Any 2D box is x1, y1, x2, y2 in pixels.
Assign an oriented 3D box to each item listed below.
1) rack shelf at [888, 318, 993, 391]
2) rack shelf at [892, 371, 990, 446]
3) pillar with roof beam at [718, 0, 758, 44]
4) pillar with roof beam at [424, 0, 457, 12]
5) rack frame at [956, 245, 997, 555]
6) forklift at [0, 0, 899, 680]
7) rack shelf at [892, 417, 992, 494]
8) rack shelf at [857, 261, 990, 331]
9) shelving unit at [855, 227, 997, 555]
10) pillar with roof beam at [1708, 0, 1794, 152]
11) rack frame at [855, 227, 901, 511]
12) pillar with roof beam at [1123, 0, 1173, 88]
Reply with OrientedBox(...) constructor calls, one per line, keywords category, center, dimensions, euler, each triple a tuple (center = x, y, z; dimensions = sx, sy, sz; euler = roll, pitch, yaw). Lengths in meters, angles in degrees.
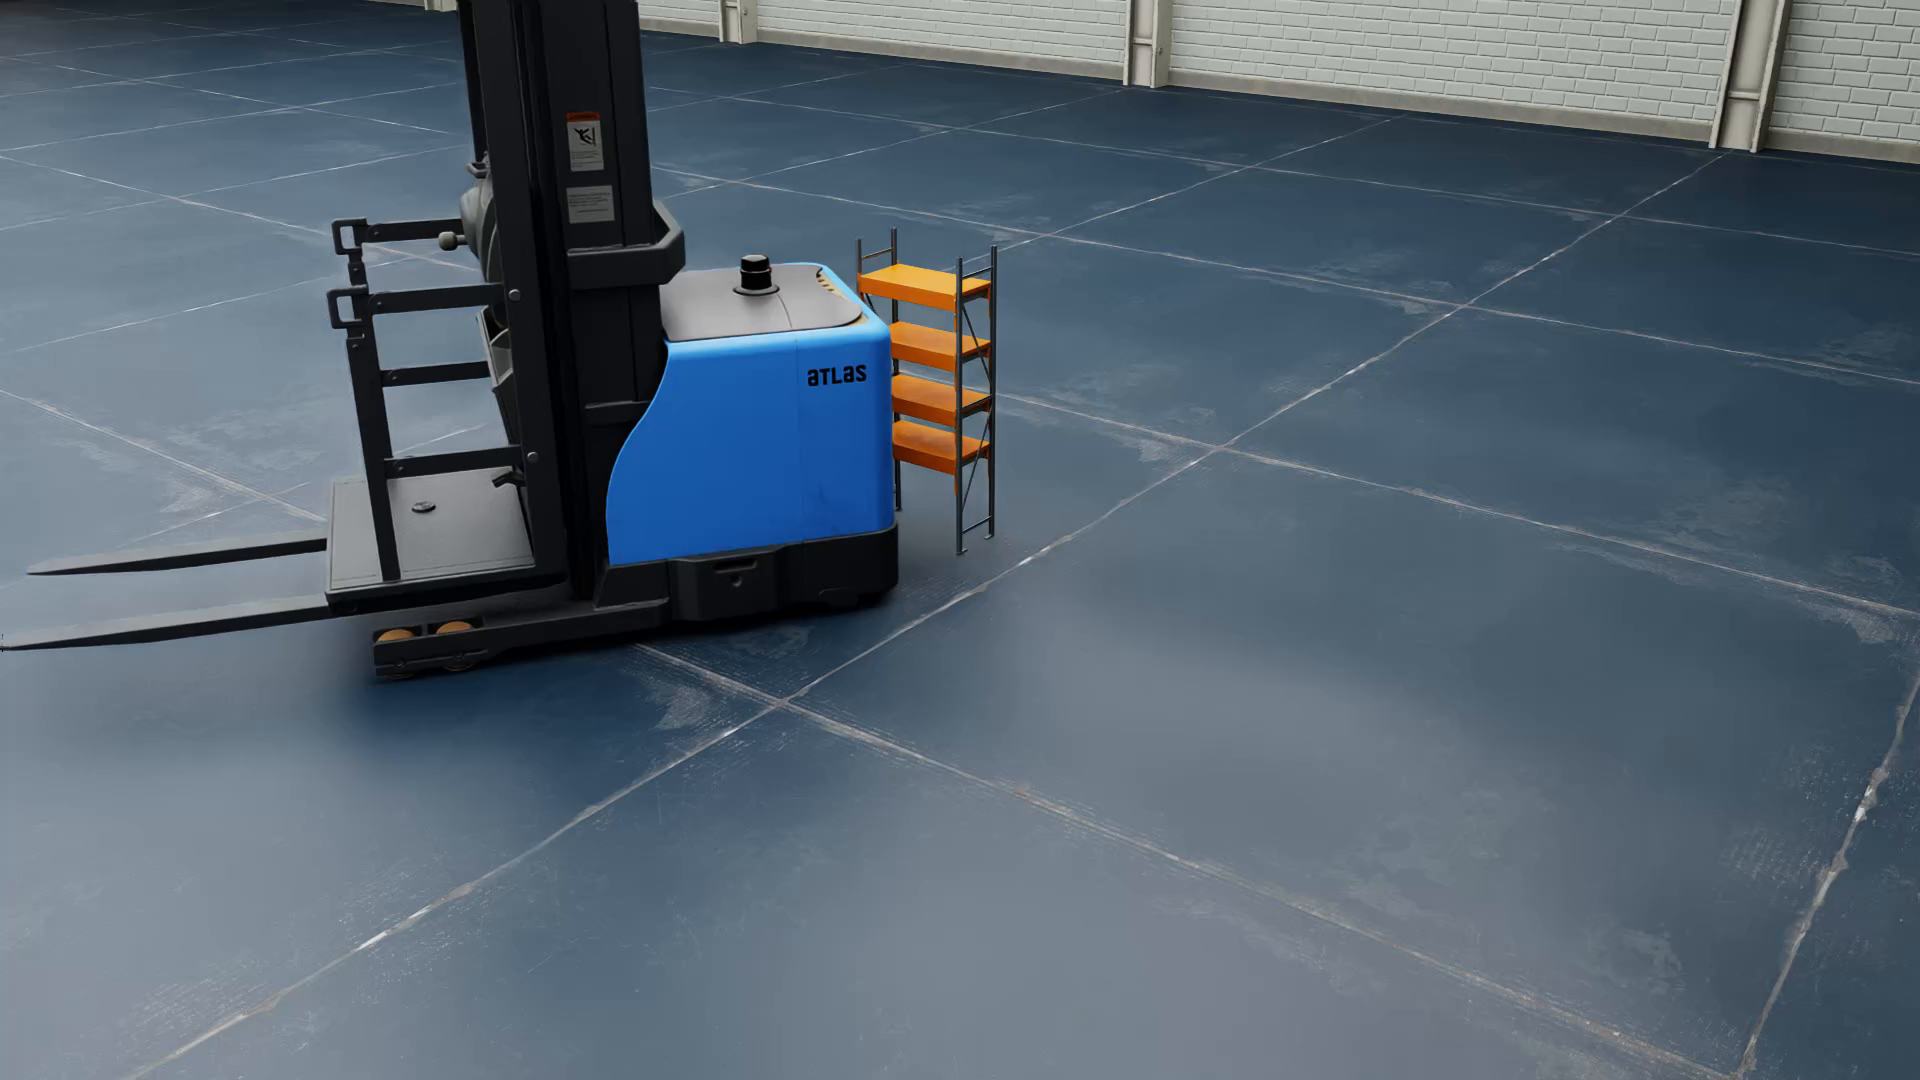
OrientedBox(category="rack shelf", center=(-0.132, -0.732, 6.536), dimensions=(0.480, 0.148, 0.258), euler=(17, 29, 33))
OrientedBox(category="rack shelf", center=(-0.132, -0.528, 6.626), dimensions=(0.480, 0.148, 0.258), euler=(17, 29, 33))
OrientedBox(category="pillar with roof beam", center=(-5.388, -9.067, 16.167), dimensions=(0.400, 9.000, 9.100), euler=(17, 29, 33))
OrientedBox(category="pillar with roof beam", center=(-10.189, -10.517, 19.460), dimensions=(0.400, 9.000, 9.100), euler=(17, 29, 33))
OrientedBox(category="rack frame", center=(0.063, -0.530, 6.465), dimensions=(0.015, 1.200, 0.240), euler=(17, 29, 33))
OrientedBox(category="forklift", center=(-1.804, -1.105, 5.622), dimensions=(3.031, 2.935, 1.130), euler=(-8, 25, -17))
OrientedBox(category="rack shelf", center=(-0.132, -0.346, 6.706), dimensions=(0.480, 0.148, 0.258), euler=(17, 29, 33))
OrientedBox(category="rack shelf", center=(-0.132, -0.949, 6.440), dimensions=(0.480, 0.148, 0.258), euler=(17, 29, 33))
OrientedBox(category="shelving unit", center=(-0.132, -0.589, 6.599), dimensions=(0.503, 1.200, 0.258), euler=(17, 29, 33))
OrientedBox(category="pillar with roof beam", center=(4.214, -6.165, 9.581), dimensions=(0.400, 9.000, 9.100), euler=(17, 29, 33))
OrientedBox(category="rack frame", center=(-0.328, -0.648, 6.733), dimensions=(0.015, 1.200, 0.240), euler=(17, 29, 33))
OrientedBox(category="pillar with roof beam", center=(-0.587, -7.616, 12.874), dimensions=(0.400, 9.000, 9.100), euler=(17, 29, 33))
